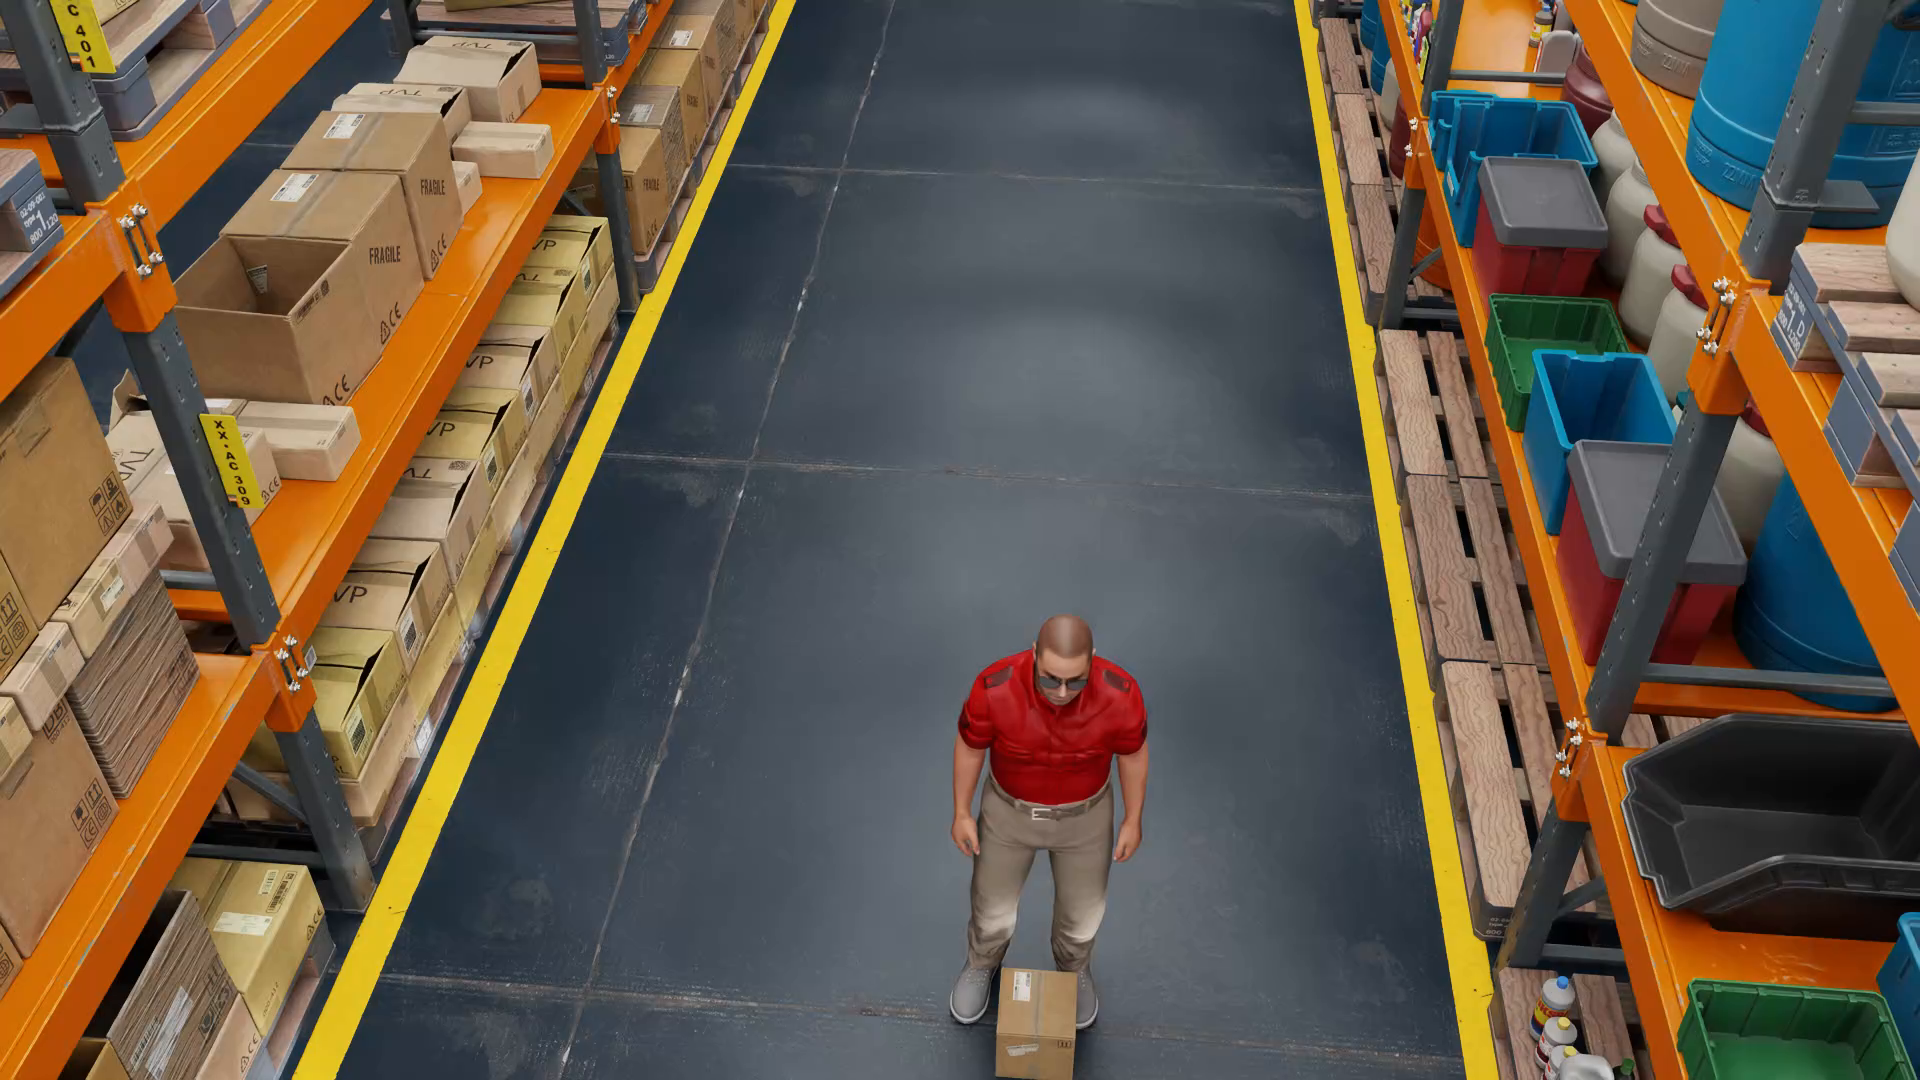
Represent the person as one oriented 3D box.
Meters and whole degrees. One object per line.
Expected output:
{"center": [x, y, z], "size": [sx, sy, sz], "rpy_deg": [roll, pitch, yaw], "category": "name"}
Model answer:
{"center": [0.265, 0.851, 5.145], "size": [0.587, 1.726, 0.389], "rpy_deg": [3, 40, 4], "category": "person"}
